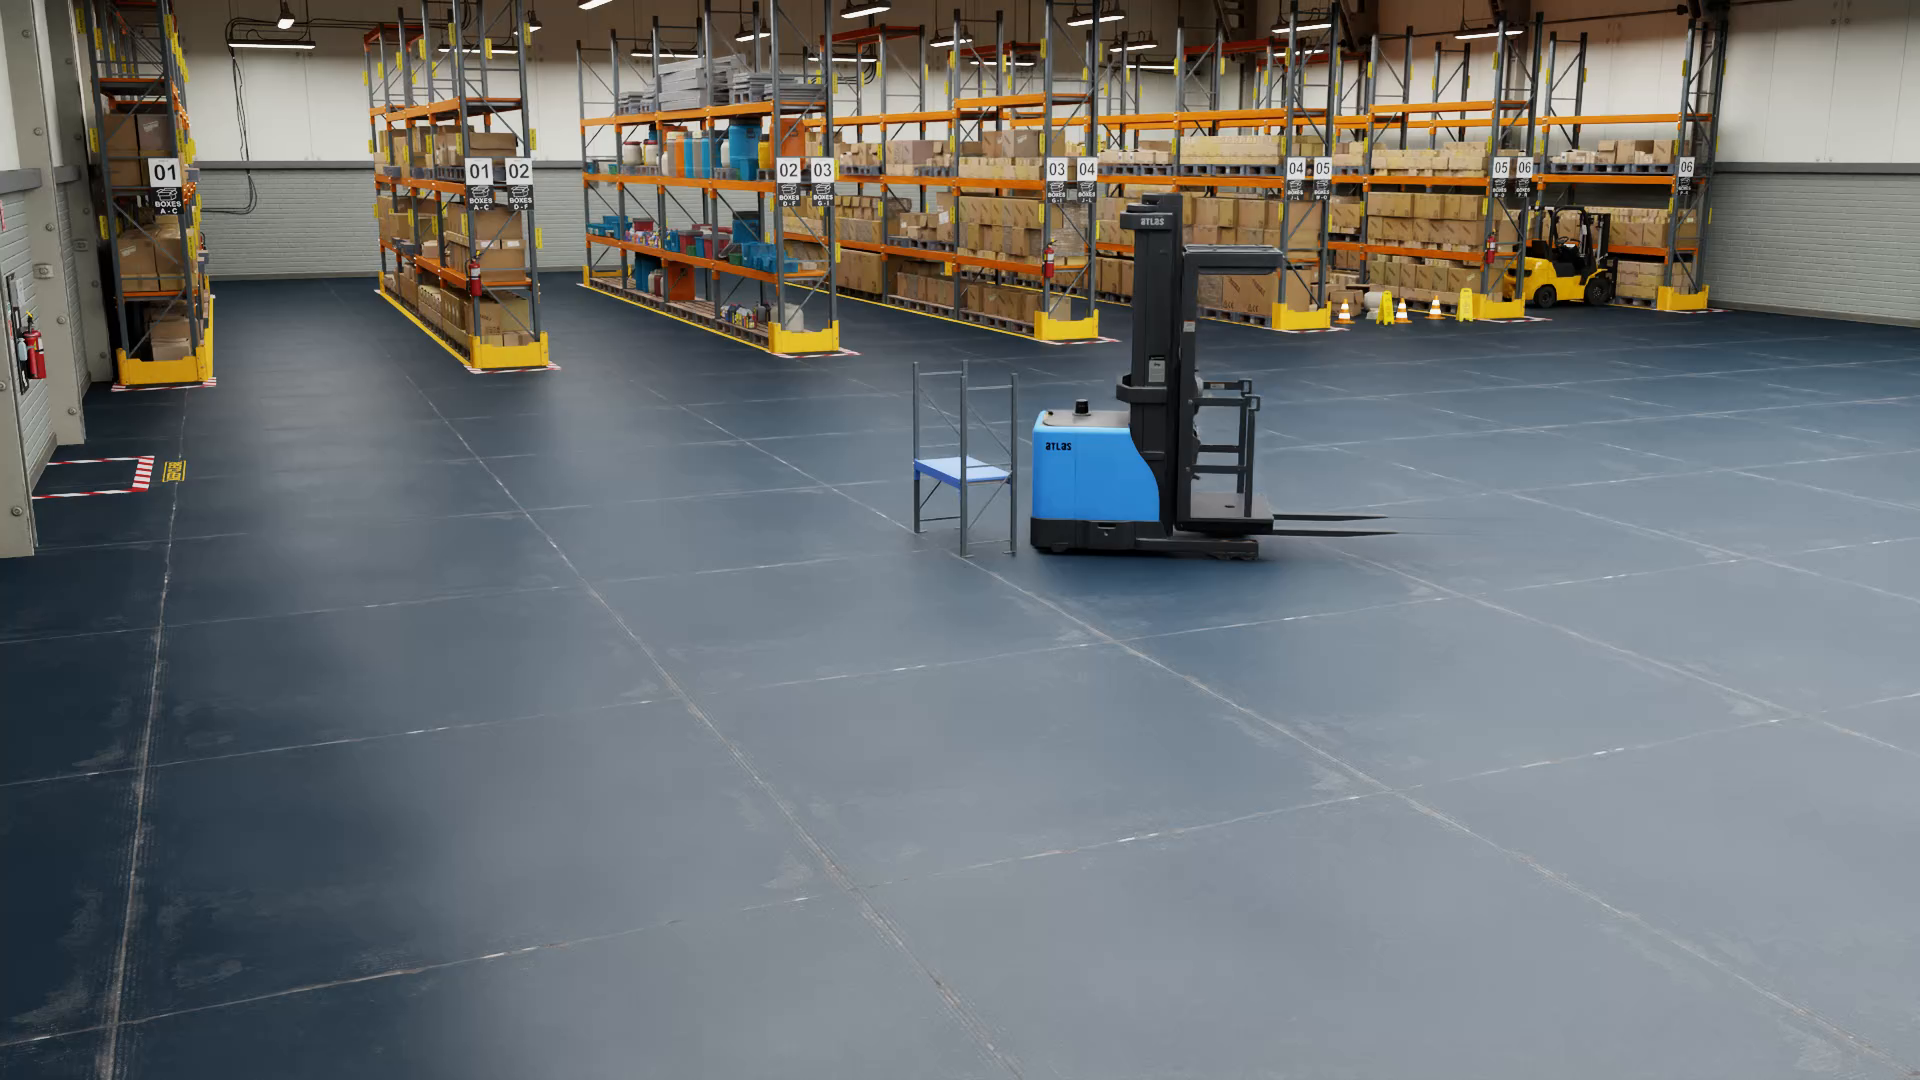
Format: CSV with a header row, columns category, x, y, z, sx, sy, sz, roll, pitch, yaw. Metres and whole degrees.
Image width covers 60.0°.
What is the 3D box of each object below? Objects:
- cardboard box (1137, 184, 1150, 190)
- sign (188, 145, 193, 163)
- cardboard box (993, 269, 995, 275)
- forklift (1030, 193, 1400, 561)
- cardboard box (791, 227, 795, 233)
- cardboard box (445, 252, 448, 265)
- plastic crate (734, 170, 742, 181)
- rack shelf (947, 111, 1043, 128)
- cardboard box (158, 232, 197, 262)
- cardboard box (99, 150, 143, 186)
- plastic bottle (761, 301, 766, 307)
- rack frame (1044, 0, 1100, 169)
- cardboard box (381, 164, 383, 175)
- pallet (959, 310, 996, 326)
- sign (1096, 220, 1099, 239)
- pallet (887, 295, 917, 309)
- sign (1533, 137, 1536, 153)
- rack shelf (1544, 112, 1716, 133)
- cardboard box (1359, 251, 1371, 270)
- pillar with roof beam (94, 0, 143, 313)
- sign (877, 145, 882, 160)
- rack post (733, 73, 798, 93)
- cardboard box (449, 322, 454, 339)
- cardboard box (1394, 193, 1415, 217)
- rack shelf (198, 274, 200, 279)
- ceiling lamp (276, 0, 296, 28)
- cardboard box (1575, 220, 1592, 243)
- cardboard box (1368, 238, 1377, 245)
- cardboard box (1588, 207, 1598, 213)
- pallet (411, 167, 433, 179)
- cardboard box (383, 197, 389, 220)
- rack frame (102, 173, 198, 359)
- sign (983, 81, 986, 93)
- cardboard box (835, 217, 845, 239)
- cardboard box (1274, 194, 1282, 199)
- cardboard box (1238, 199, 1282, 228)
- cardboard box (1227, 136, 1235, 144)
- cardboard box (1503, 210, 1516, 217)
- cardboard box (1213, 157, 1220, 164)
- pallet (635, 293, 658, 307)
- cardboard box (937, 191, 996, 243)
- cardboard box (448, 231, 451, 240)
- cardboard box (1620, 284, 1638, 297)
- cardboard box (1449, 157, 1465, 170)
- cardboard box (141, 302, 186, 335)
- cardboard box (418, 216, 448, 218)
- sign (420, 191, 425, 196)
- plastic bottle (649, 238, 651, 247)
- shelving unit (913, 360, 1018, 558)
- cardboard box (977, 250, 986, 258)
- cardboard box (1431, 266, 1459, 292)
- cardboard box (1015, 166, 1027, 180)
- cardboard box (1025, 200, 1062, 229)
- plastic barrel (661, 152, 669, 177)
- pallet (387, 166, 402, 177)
category,x,y,z,sx,sy,sz,roll,pitch,yaw
cardboard box,5.104,-9.745,45.946,0.380,0.149,0.250,-6,14,-24
sign,-14.361,-7.188,30.975,0.100,0.325,0.005,-6,14,-23
cardboard box,1.078,-6.998,43.343,0.380,0.149,0.250,-6,14,-25
forklift,2.138,-1.383,13.846,3.031,2.935,1.130,1,13,6
cardboard box,-4.091,-7.930,42.538,0.380,0.149,0.250,-6,14,-24
cardboard box,-9.240,-5.147,30.255,0.396,0.266,0.258,-6,14,-24
plastic crate,-3.796,-6.502,29.628,0.336,0.188,0.450,-6,14,-23
rack shelf,0.938,-11.005,43.567,1.077,0.370,4.000,-6,14,-23
cardboard box,-12.178,-4.517,25.858,0.500,0.500,0.500,-5,14,-21
cardboard box,-12.053,-5.356,23.942,0.500,0.500,0.500,-5,14,-19
plastic bottle,-3.657,-4.311,31.243,0.144,0.351,0.185,-6,14,-24
rack frame,1.961,-8.038,29.143,1.000,3.000,0.127,-6,14,-23
cardboard box,-12.957,-8.476,38.019,0.500,0.250,0.500,-6,14,-23
pallet,0.661,-4.448,33.118,1.003,0.211,1.213,-6,14,-23
sign,2.459,-5.586,29.933,0.100,0.325,0.005,-6,14,-23
pallet,-0.931,-5.248,36.577,1.003,0.211,1.213,-6,14,-23
sign,11.539,-7.947,33.462,0.100,0.325,0.005,-6,14,-23
rack shelf,14.787,-9.250,36.862,1.077,0.370,4.000,-6,14,-23
cardboard box,11.187,-7.593,45.135,0.500,0.500,0.500,-6,14,-25
pillar with roof beam,-13.590,-9.630,36.023,9.100,9.000,0.548,-6,14,-23
sign,-1.755,-8.471,36.346,0.100,0.325,0.005,-6,14,-23
rack post,-3.382,-7.951,28.936,0.937,0.300,0.954,-6,14,-24
cardboard box,-8.420,-3.582,28.361,0.500,0.250,0.500,-6,14,-23
cardboard box,9.778,-7.193,35.699,0.700,0.500,0.500,-6,14,-24
rack shelf,-14.058,-4.662,29.457,1.077,0.370,4.000,-6,14,-23
ceiling lamp,-13.556,-12.100,33.747,0.800,3.185,2.000,-6,14,-23
cardboard box,14.352,-7.009,37.778,0.500,0.500,0.500,-6,14,-24
cardboard box,9.272,-6.620,36.879,0.380,0.149,0.250,-6,14,-23
cardboard box,14.430,-7.444,37.560,0.380,0.149,0.250,-6,14,-23
pallet,-9.968,-7.111,32.210,1.213,0.211,1.003,-5,14,-20
cardboard box,-12.973,-7.631,38.251,0.500,0.500,0.500,-6,14,-23
rack frame,-11.654,-3.773,24.020,1.000,3.000,0.127,-6,14,-23
sign,0.654,-12.349,45.346,0.100,0.325,0.005,-6,14,-23
cardboard box,-2.688,-7.422,39.563,0.500,0.500,0.500,-6,14,-23
cardboard box,7.864,-8.323,41.240,0.500,0.500,0.500,-6,14,-25
cardboard box,6.029,-6.455,32.880,0.875,0.550,0.550,-6,14,-23
cardboard box,5.490,-7.877,32.736,0.380,0.149,0.250,-6,14,-23
cardboard box,13.249,-7.850,39.977,0.380,0.149,0.250,-6,14,-25
cardboard box,5.291,-7.592,33.273,0.380,0.149,0.250,-6,14,-23
pallet,-6.620,-5.373,37.117,1.003,0.211,1.213,-6,14,-23
cardboard box,0.169,-6.615,34.039,1.000,1.000,1.000,-6,14,-23
cardboard box,-8.688,-5.288,28.903,0.380,0.149,0.250,-5,14,-22
cardboard box,14.920,-5.497,36.633,0.500,0.250,0.500,-6,14,-23
cardboard box,10.402,-7.730,34.138,0.500,0.250,0.500,-6,14,-24
cardboard box,-13.820,-3.849,28.915,0.700,0.500,0.500,-6,14,-24
cardboard box,-10.868,-6.454,34.448,0.700,0.500,0.500,-3,13,-12
sign,-13.010,-8.291,40.272,0.100,0.325,0.005,-6,14,-23
plastic bottle,-6.690,-6.463,36.082,0.097,0.201,0.097,0,13,0
shelving unit,0.034,-0.713,14.125,0.538,1.500,1.048,-6,14,-23
cardboard box,0.555,-5.540,32.209,0.380,0.149,0.250,-6,14,-23
cardboard box,10.270,-5.490,34.943,0.500,0.500,0.500,-5,14,-21
cardboard box,1.333,-6.683,30.274,0.500,0.250,0.500,-6,14,-23
cardboard box,1.515,-5.887,30.056,0.500,0.500,0.500,-6,14,-23
plastic barrel,-5.938,-7.745,34.280,0.421,0.512,0.421,0,13,0
pallet,-11.309,-7.715,34.817,1.213,0.211,1.003,-6,14,-23
